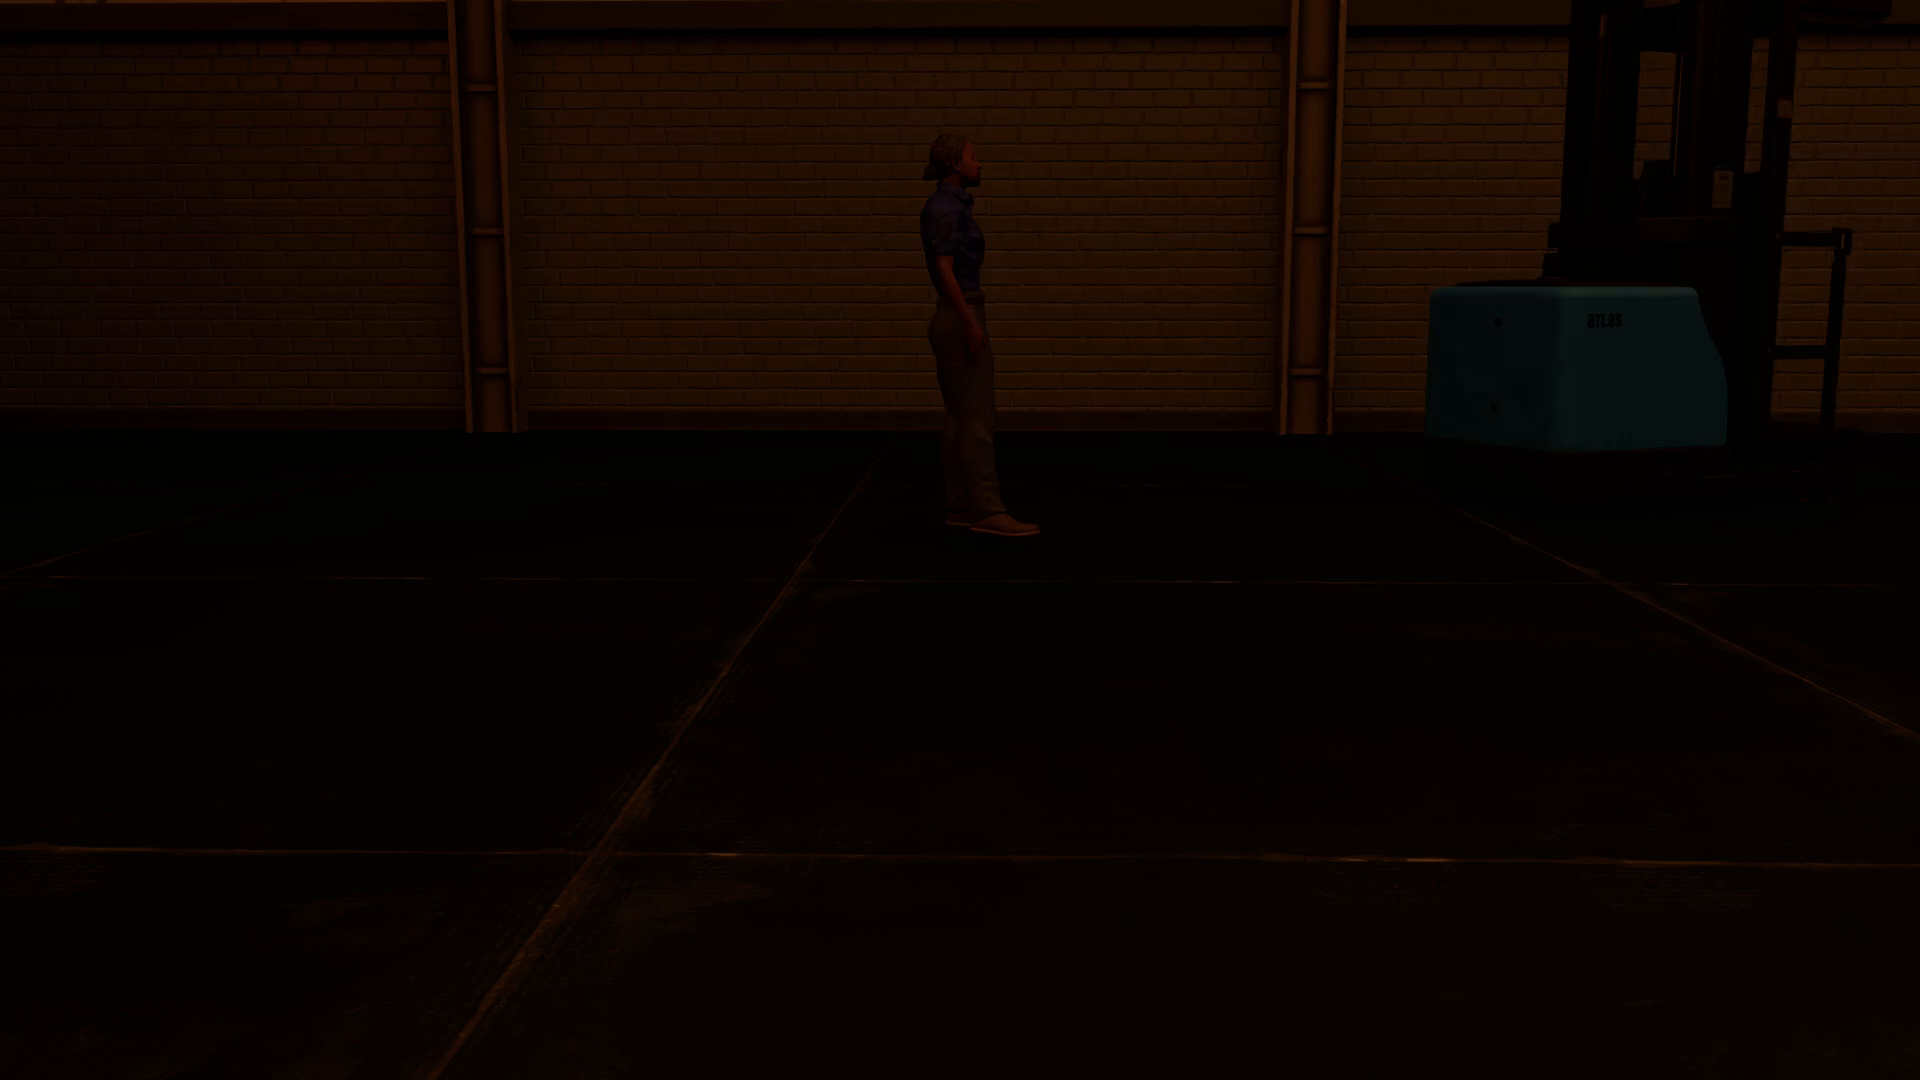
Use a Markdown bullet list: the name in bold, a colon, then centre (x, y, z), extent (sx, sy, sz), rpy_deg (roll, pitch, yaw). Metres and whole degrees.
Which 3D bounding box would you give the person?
- **person**: centre (0.087, -0.862, 6.973), extent (0.503, 1.656, 0.569), rpy_deg (0, 9, 1)

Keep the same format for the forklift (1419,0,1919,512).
- **forklift**: centre (3.938, -1.705, 8.581), extent (3.031, 2.935, 1.130), rpy_deg (-4, 10, -24)
